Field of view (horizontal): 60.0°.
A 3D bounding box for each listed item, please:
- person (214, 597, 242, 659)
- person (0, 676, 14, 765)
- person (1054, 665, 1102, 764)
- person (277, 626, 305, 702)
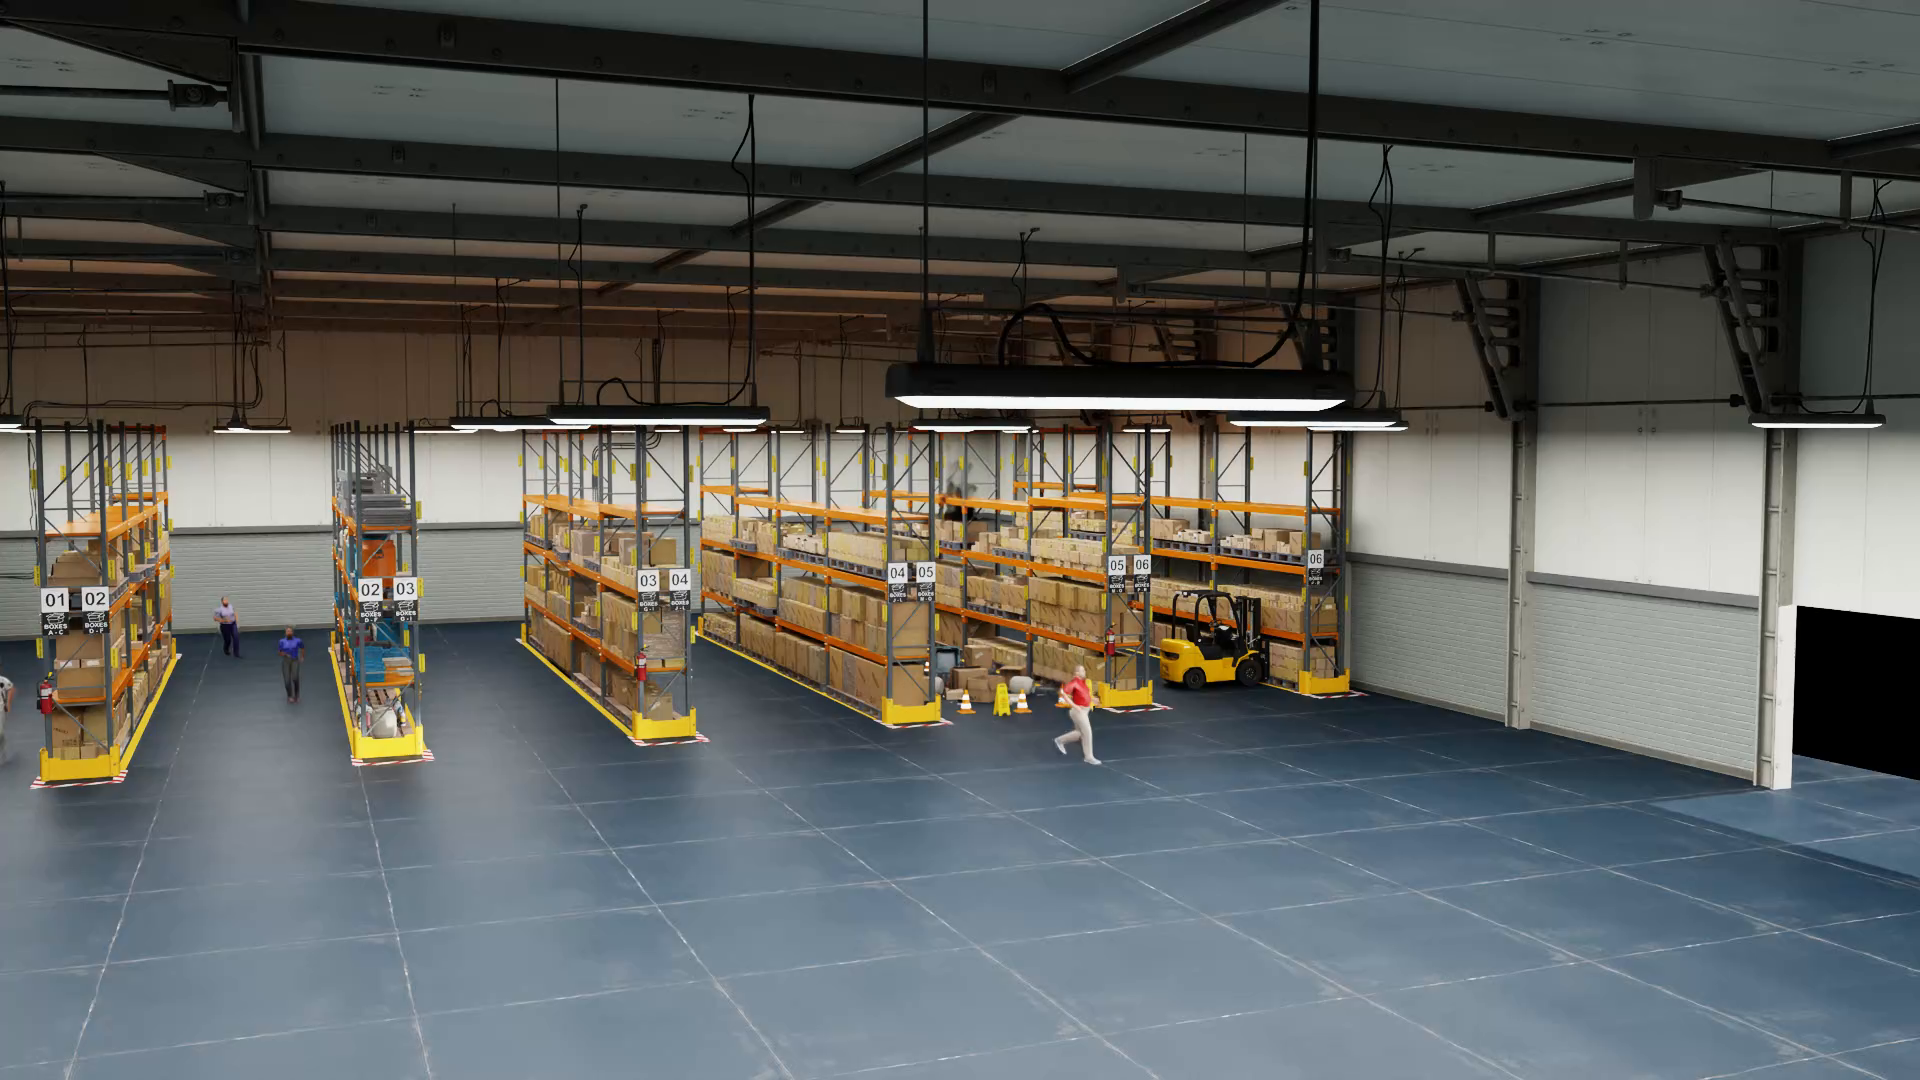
[{"bbox_3d":[-18.915,2.357,42.873,0.790,1.448,0.646,3,5,42],"label":"person"},{"bbox_3d":[-16.929,3.040,29.068,0.641,1.848,0.781,-1,4,-20],"label":"person"},{"bbox_3d":[2.062,3.055,29.189,0.903,1.731,0.657,1,4,21],"label":"person"},{"bbox_3d":[-14.338,2.698,35.661,0.549,1.570,0.649,-1,4,-19],"label":"person"}]
